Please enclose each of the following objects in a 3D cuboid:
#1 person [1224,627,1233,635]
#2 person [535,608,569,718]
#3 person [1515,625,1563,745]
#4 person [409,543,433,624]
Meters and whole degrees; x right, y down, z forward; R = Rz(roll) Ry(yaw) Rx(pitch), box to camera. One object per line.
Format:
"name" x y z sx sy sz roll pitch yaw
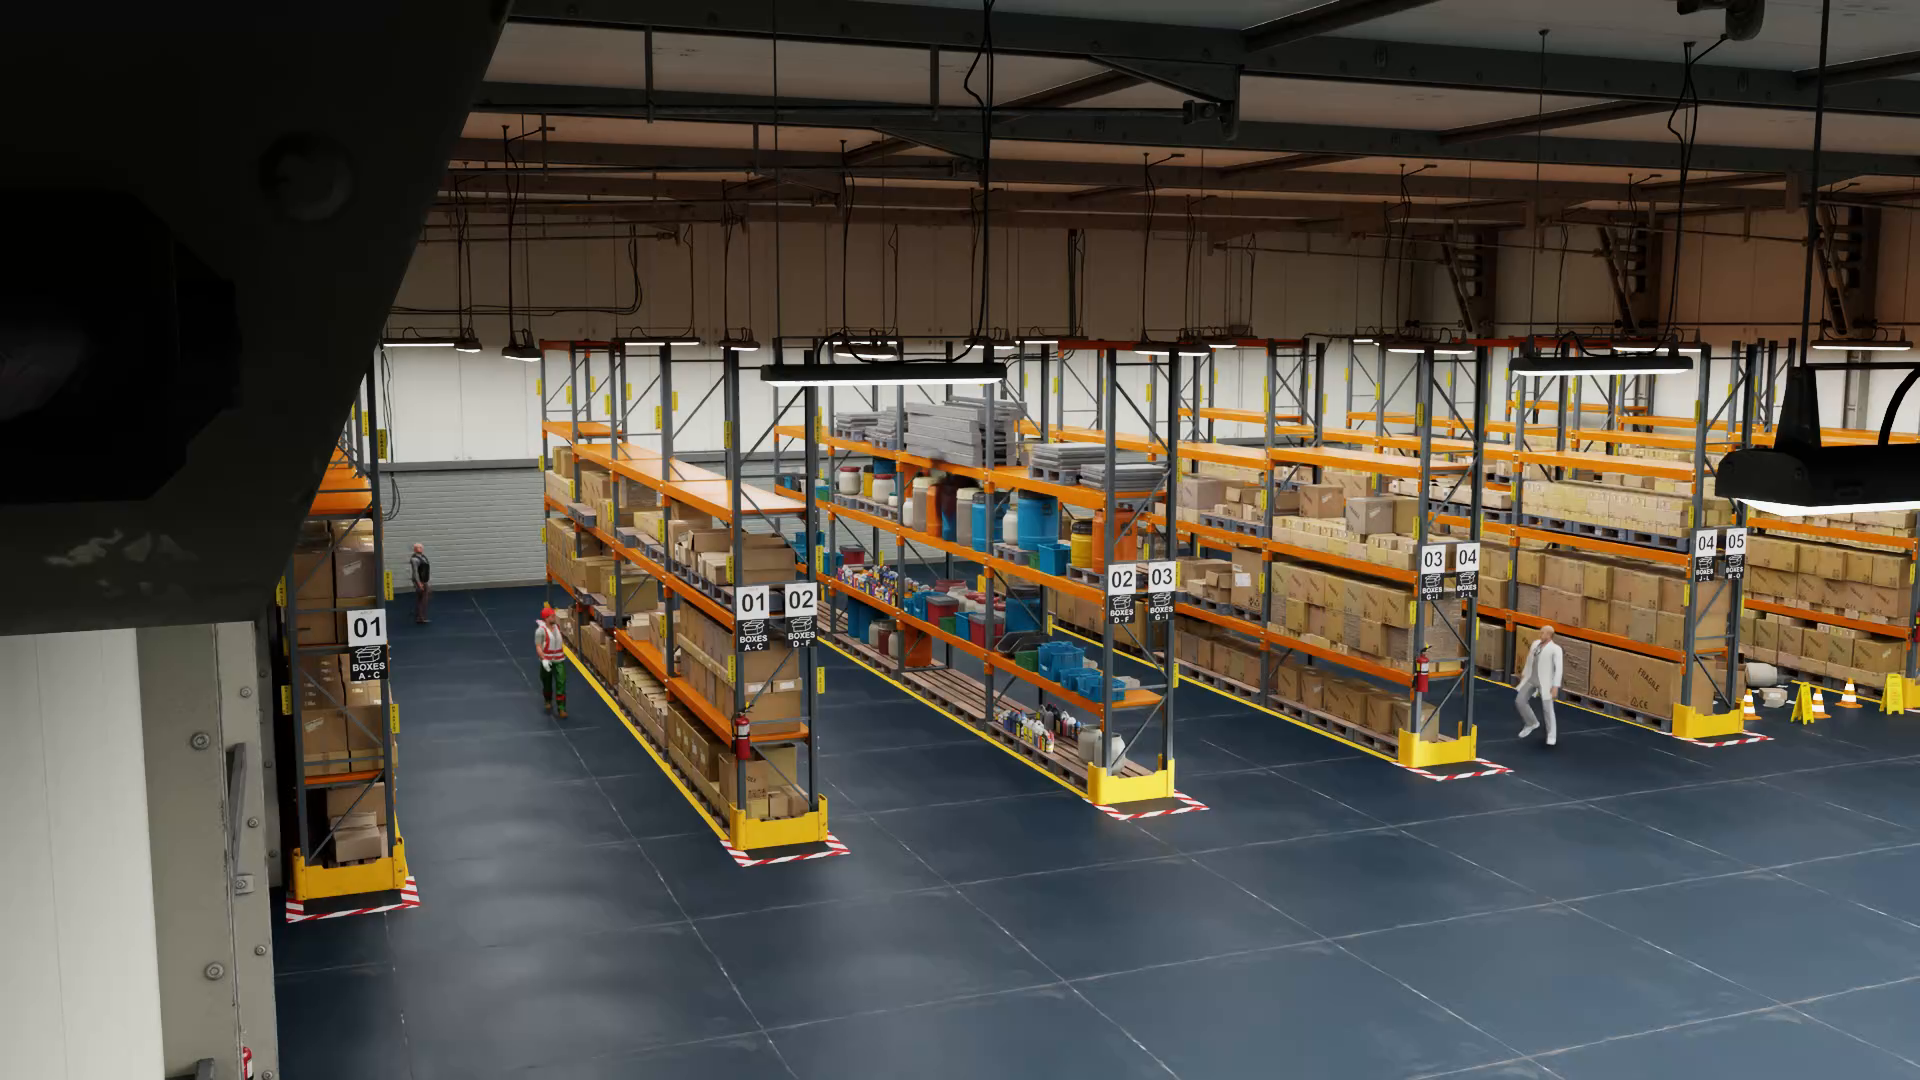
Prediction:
"person" 5.287 1.322 32.371 0.440 1.675 0.948 -3 8 -21
"person" -6.613 1.966 26.870 0.490 1.743 0.996 -3 8 -21
"person" 8.790 2.167 25.194 0.684 1.778 0.470 7 10 43
"person" -11.362 0.907 35.068 0.466 1.713 0.544 -3 8 -20
